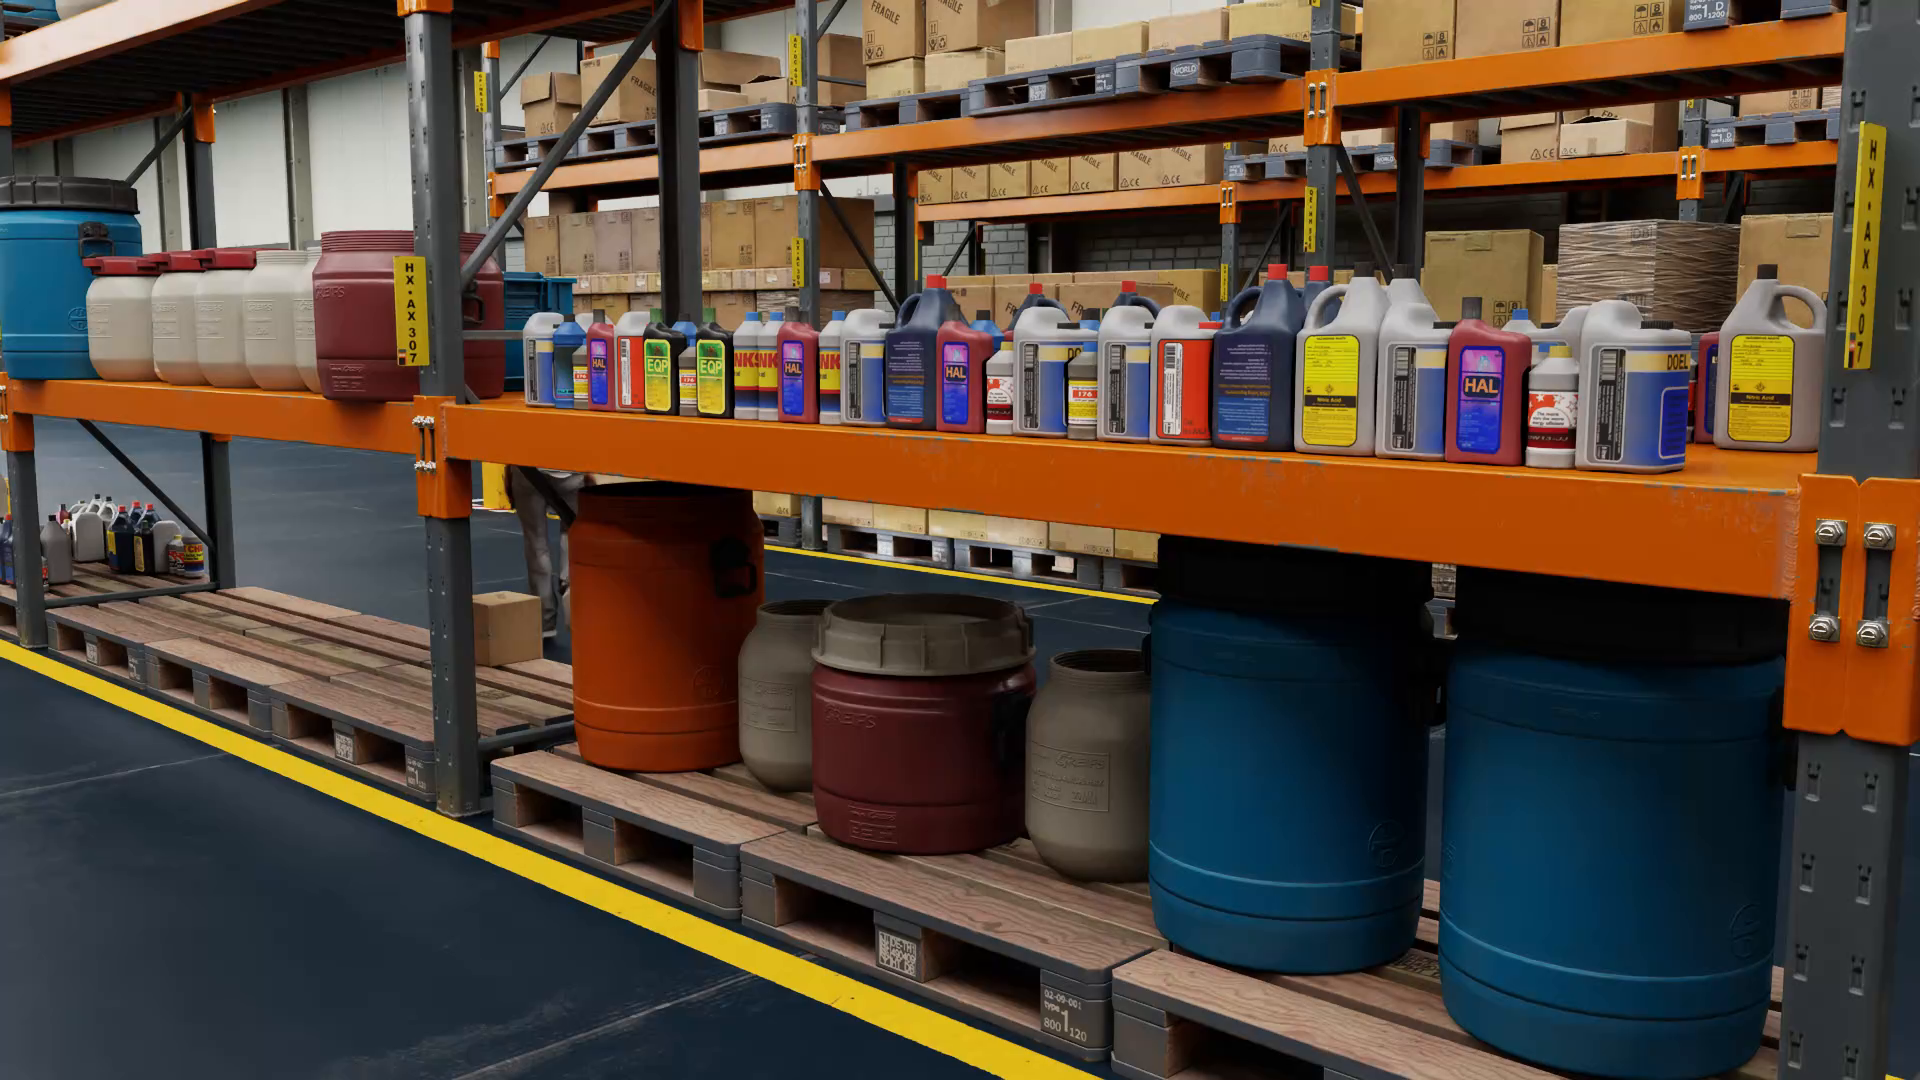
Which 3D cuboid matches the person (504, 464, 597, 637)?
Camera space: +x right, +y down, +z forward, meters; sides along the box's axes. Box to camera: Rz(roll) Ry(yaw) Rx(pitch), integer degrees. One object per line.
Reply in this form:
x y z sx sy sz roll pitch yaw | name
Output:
-2.004 -0.320 8.088 0.449 1.592 0.427 -3 8 -20 | person
